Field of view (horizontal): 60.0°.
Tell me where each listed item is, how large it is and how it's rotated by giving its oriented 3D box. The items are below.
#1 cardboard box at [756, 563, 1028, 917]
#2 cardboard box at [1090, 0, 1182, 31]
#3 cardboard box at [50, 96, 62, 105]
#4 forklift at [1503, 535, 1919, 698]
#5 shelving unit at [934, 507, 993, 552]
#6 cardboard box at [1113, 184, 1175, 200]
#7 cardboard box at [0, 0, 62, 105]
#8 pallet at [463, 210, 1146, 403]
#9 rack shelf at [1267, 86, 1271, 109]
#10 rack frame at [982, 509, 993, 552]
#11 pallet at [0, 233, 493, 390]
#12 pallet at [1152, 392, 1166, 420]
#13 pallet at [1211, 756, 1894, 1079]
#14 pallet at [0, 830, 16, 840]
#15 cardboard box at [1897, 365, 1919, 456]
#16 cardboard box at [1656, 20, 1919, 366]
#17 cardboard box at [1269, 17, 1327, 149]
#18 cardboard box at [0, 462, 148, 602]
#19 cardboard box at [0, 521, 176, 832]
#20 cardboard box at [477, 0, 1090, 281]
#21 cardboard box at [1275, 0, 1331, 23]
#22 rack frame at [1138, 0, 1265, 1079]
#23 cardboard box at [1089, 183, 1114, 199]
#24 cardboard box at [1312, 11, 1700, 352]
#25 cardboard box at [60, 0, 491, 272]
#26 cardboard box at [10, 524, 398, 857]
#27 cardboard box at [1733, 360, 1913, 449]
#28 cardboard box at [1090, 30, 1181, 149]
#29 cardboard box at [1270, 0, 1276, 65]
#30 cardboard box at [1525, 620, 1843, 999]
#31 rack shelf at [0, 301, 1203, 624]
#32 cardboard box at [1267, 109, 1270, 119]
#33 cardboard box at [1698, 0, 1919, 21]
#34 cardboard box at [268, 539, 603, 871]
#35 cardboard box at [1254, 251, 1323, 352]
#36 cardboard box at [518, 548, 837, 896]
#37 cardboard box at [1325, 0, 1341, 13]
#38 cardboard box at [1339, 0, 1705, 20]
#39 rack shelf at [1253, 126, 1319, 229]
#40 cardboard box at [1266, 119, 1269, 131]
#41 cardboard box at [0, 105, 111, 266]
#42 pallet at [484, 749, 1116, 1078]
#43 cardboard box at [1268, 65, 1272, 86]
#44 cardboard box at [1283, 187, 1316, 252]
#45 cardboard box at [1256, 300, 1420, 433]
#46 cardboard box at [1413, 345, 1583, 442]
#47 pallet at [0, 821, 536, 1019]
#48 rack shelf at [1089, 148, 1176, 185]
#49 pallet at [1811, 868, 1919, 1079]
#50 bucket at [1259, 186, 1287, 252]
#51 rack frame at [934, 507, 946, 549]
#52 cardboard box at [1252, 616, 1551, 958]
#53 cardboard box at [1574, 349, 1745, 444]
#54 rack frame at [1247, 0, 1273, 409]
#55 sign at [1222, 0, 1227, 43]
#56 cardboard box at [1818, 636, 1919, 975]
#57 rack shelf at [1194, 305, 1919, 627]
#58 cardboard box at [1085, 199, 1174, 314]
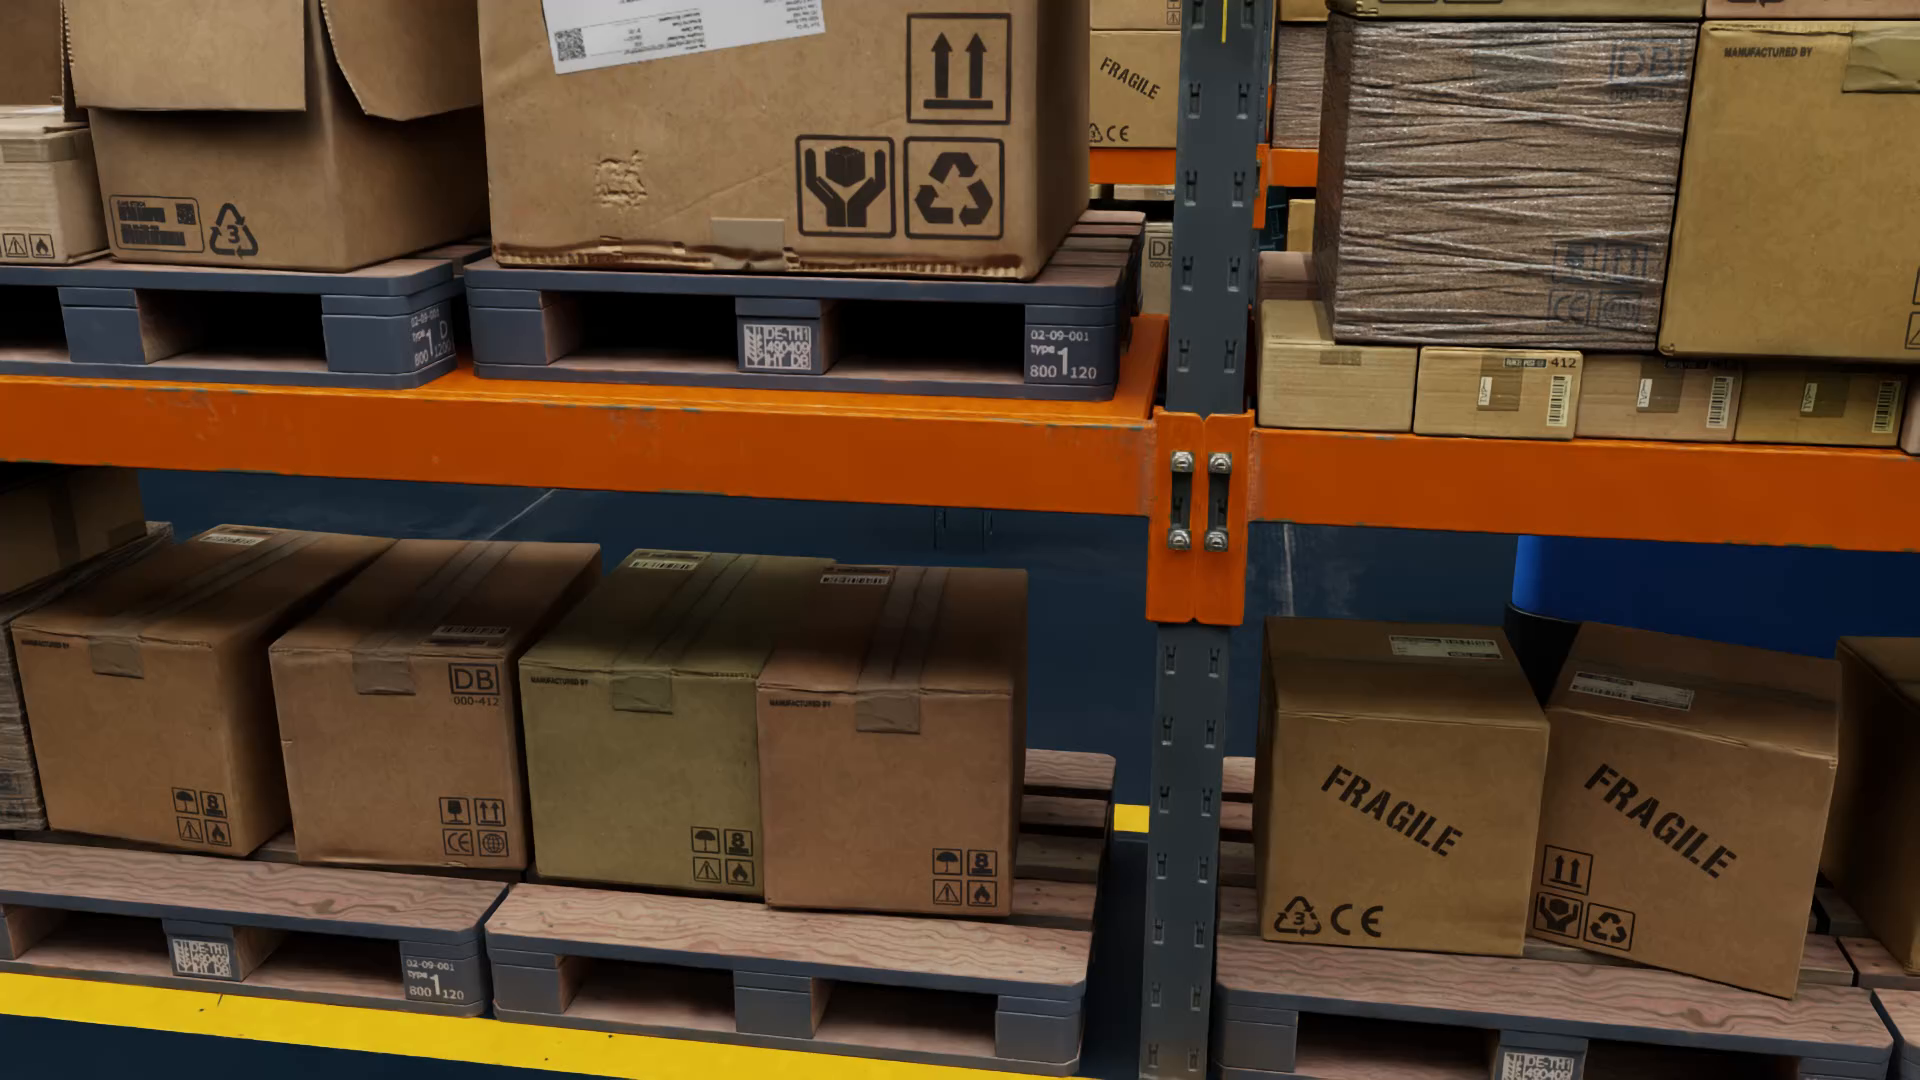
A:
[{"bbox_3d":[-0.119,0.406,3.607,0.500,0.500,0.700,1,19,4],"label":"cardboard box"},{"bbox_3d":[0.879,-2.626,7.692,0.500,0.500,0.700,3,19,8],"label":"cardboard box"},{"bbox_3d":[-1.777,-0.870,3.726,0.258,0.266,0.396,2,19,7],"label":"cardboard box"},{"bbox_3d":[3.097,-0.789,4.041,3.031,2.935,1.130,11,21,30],"label":"forklift"},{"bbox_3d":[0.014,-0.568,6.111,0.189,1.200,0.258,3,19,9],"label":"shelving unit"},{"bbox_3d":[1.537,-2.616,12.874,0.625,0.372,0.950,3,19,9],"label":"cardboard box"},{"bbox_3d":[-2.359,-0.969,3.653,0.500,0.500,0.700,6,19,17],"label":"cardboard box"},{"bbox_3d":[-0.248,-0.526,3.450,1.213,0.211,1.003,3,19,9],"label":"pallet"},{"bbox_3d":[4.030,-3.196,12.260,4.000,0.370,1.077,3,19,9],"label":"rack shelf"},{"bbox_3d":[0.105,-0.564,6.097,0.006,1.200,0.240,3,19,9],"label":"rack frame"},{"bbox_3d":[-1.505,-0.556,3.541,1.213,0.211,1.003,3,19,9],"label":"pallet"},{"bbox_3d":[0.596,-0.774,8.285,1.213,0.211,1.003,3,19,9],"label":"pallet"},{"bbox_3d":[1.152,0.812,3.543,1.213,0.211,1.003,3,19,9],"label":"pallet"},{"bbox_3d":[-2.695,0.628,4.093,1.213,0.211,1.003,3,19,9],"label":"pallet"},{"bbox_3d":[1.633,-0.253,2.728,0.250,0.149,0.380,3,19,9],"label":"cardboard box"},{"bbox_3d":[1.406,-0.643,2.871,0.500,0.500,0.875,3,19,9],"label":"cardboard box"},{"bbox_3d":[1.736,-2.138,7.729,0.550,0.550,0.875,3,19,9],"label":"cardboard box"},{"bbox_3d":[-2.274,-0.065,3.835,0.500,0.250,0.500,5,19,15],"label":"cardboard box"},{"bbox_3d":[-2.252,0.294,3.943,0.500,0.500,0.700,1,19,4],"label":"cardboard box"},{"bbox_3d":[-0.279,-1.100,3.257,1.000,1.000,1.000,3,19,9],"label":"cardboard box"},{"bbox_3d":[1.729,-2.635,7.514,0.550,0.550,0.875,3,19,9],"label":"cardboard box"},{"bbox_3d":[0.483,-0.533,3.168,0.127,3.000,1.000,3,19,9],"label":"rack frame"},{"bbox_3d":[0.827,-2.651,12.979,0.625,0.372,0.950,4,19,12],"label":"cardboard box"},{"bbox_3d":[0.918,-0.679,2.979,0.500,0.500,0.875,3,19,9],"label":"cardboard box"},{"bbox_3d":[-1.243,-0.839,3.259,0.637,0.503,0.797,5,19,14],"label":"cardboard box"},{"bbox_3d":[-1.691,0.320,3.864,0.500,0.500,0.700,5,19,13],"label":"cardboard box"},{"bbox_3d":[1.392,-0.278,2.804,0.250,0.149,0.380,3,19,9],"label":"cardboard box"},{"bbox_3d":[0.812,-2.071,7.609,0.500,0.500,0.500,3,19,8],"label":"cardboard box"},{"bbox_3d":[2.445,-3.716,12.057,0.500,0.500,0.500,3,19,9],"label":"cardboard box"},{"bbox_3d":[1.439,0.513,3.321,0.500,0.500,0.500,9,21,26],"label":"cardboard box"},{"bbox_3d":[-1.491,-0.292,3.583,4.000,0.370,1.077,3,19,9],"label":"rack shelf"},{"bbox_3d":[3.267,-4.439,16.940,0.500,0.250,0.500,3,19,8],"label":"cardboard box"},{"bbox_3d":[1.381,-1.068,2.567,0.500,0.500,0.500,3,19,9],"label":"cardboard box"},{"bbox_3d":[-1.140,0.348,3.781,0.500,0.500,0.700,1,19,4],"label":"cardboard box"},{"bbox_3d":[0.742,-0.495,3.451,0.250,0.149,0.380,3,19,9],"label":"cardboard box"},{"bbox_3d":[-0.587,0.376,3.697,0.500,0.500,0.700,3,19,8],"label":"cardboard box"},{"bbox_3d":[0.971,-1.259,3.136,0.500,0.500,0.500,3,19,9],"label":"cardboard box"},{"bbox_3d":[0.887,-1.093,2.641,0.500,0.500,0.500,3,19,9],"label":"cardboard box"},{"bbox_3d":[3.345,-1.640,7.610,4.000,0.370,1.077,3,19,9],"label":"rack shelf"},{"bbox_3d":[3.268,-4.204,17.024,0.500,0.250,0.500,3,19,8],"label":"cardboard box"},{"bbox_3d":[-1.848,-0.706,3.259,0.500,0.250,0.500,2,19,7],"label":"cardboard box"},{"bbox_3d":[-0.286,0.751,3.726,1.213,0.211,1.003,3,19,9],"label":"pallet"},{"bbox_3d":[2.315,-3.402,12.139,0.250,0.149,0.380,3,19,8],"label":"cardboard box"},{"bbox_3d":[1.980,-1.220,7.907,0.875,0.875,0.875,3,19,9],"label":"cardboard box"},{"bbox_3d":[0.648,-0.309,2.894,0.250,0.149,0.380,3,19,9],"label":"cardboard box"},{"bbox_3d":[0.893,-0.292,2.844,0.250,0.149,0.380,3,19,9],"label":"cardboard box"},{"bbox_3d":[-1.494,0.690,3.908,1.213,0.211,1.003,3,19,9],"label":"pallet"},{"bbox_3d":[-0.605,-1.841,8.212,4.000,0.370,1.077,3,19,9],"label":"rack shelf"},{"bbox_3d":[2.360,0.873,3.361,1.213,0.211,1.003,3,19,9],"label":"pallet"},{"bbox_3d":[1.870,-1.965,10.213,0.620,0.611,0.726,-1,16,31],"label":"bucket"},{"bbox_3d":[-0.076,-0.573,6.124,0.006,1.200,0.240,3,19,9],"label":"rack frame"},{"bbox_3d":[0.872,0.486,3.400,0.500,0.500,0.500,2,19,7],"label":"cardboard box"},{"bbox_3d":[1.144,-0.288,2.832,0.250,0.149,0.380,3,19,9],"label":"cardboard box"},{"bbox_3d":[1.370,-2.082,7.797,0.127,3.000,1.000,3,19,9],"label":"rack frame"},{"bbox_3d":[0.399,-0.908,2.464,0.005,0.325,0.100,3,19,9],"label":"sign"},{"bbox_3d":[2.064,0.519,3.302,0.500,0.500,0.500,1,19,4],"label":"cardboard box"},{"bbox_3d":[2.458,-0.091,2.981,4.000,0.370,1.077,3,19,9],"label":"rack shelf"},{"bbox_3d":[0.743,-1.217,8.096,0.750,0.750,1.050,3,19,8],"label":"cardboard box"}]
